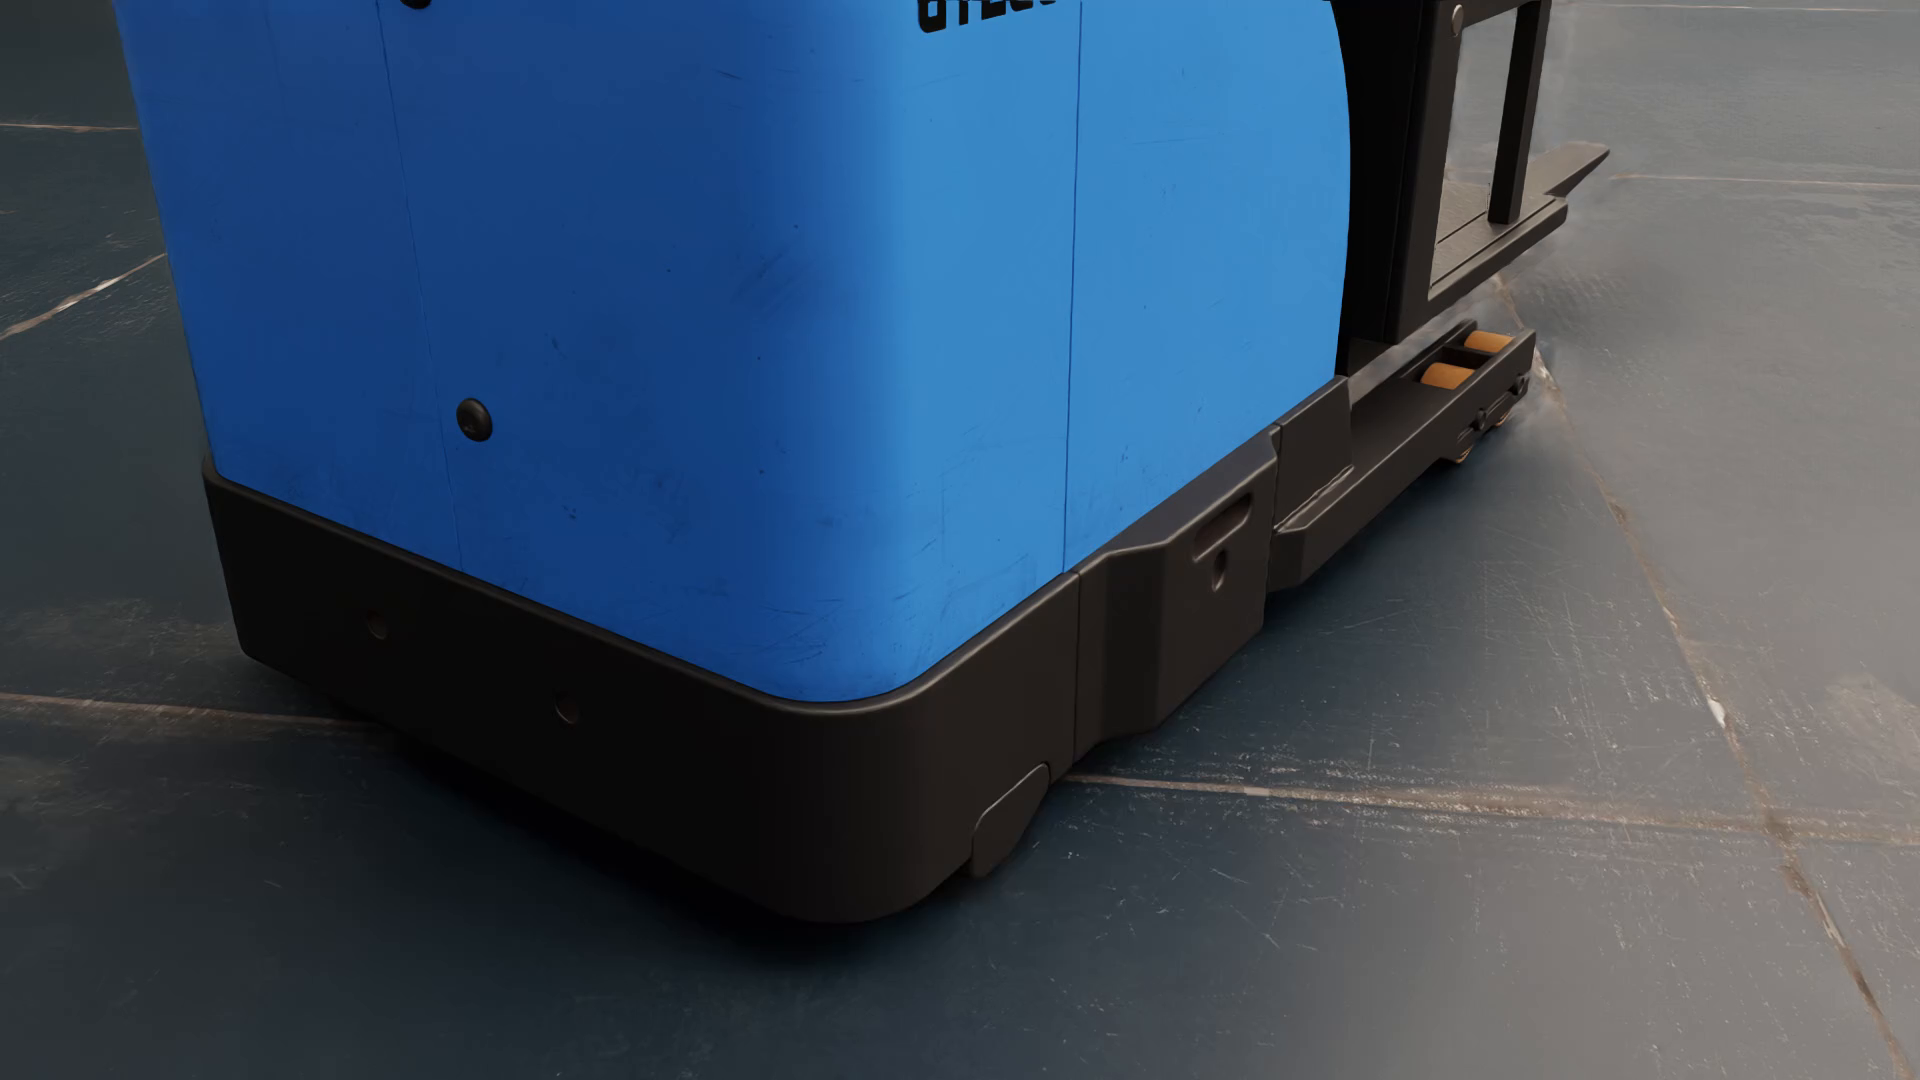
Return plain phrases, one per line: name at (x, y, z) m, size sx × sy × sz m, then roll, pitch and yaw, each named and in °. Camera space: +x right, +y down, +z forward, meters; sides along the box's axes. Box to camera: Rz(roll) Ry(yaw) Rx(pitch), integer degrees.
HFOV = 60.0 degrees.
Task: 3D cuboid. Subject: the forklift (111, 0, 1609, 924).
forklift at (0.343, -1.547, 2.318) m, size 1.130 × 2.935 × 3.031 m, roll 17°, pitch 31°, yaw 31°
